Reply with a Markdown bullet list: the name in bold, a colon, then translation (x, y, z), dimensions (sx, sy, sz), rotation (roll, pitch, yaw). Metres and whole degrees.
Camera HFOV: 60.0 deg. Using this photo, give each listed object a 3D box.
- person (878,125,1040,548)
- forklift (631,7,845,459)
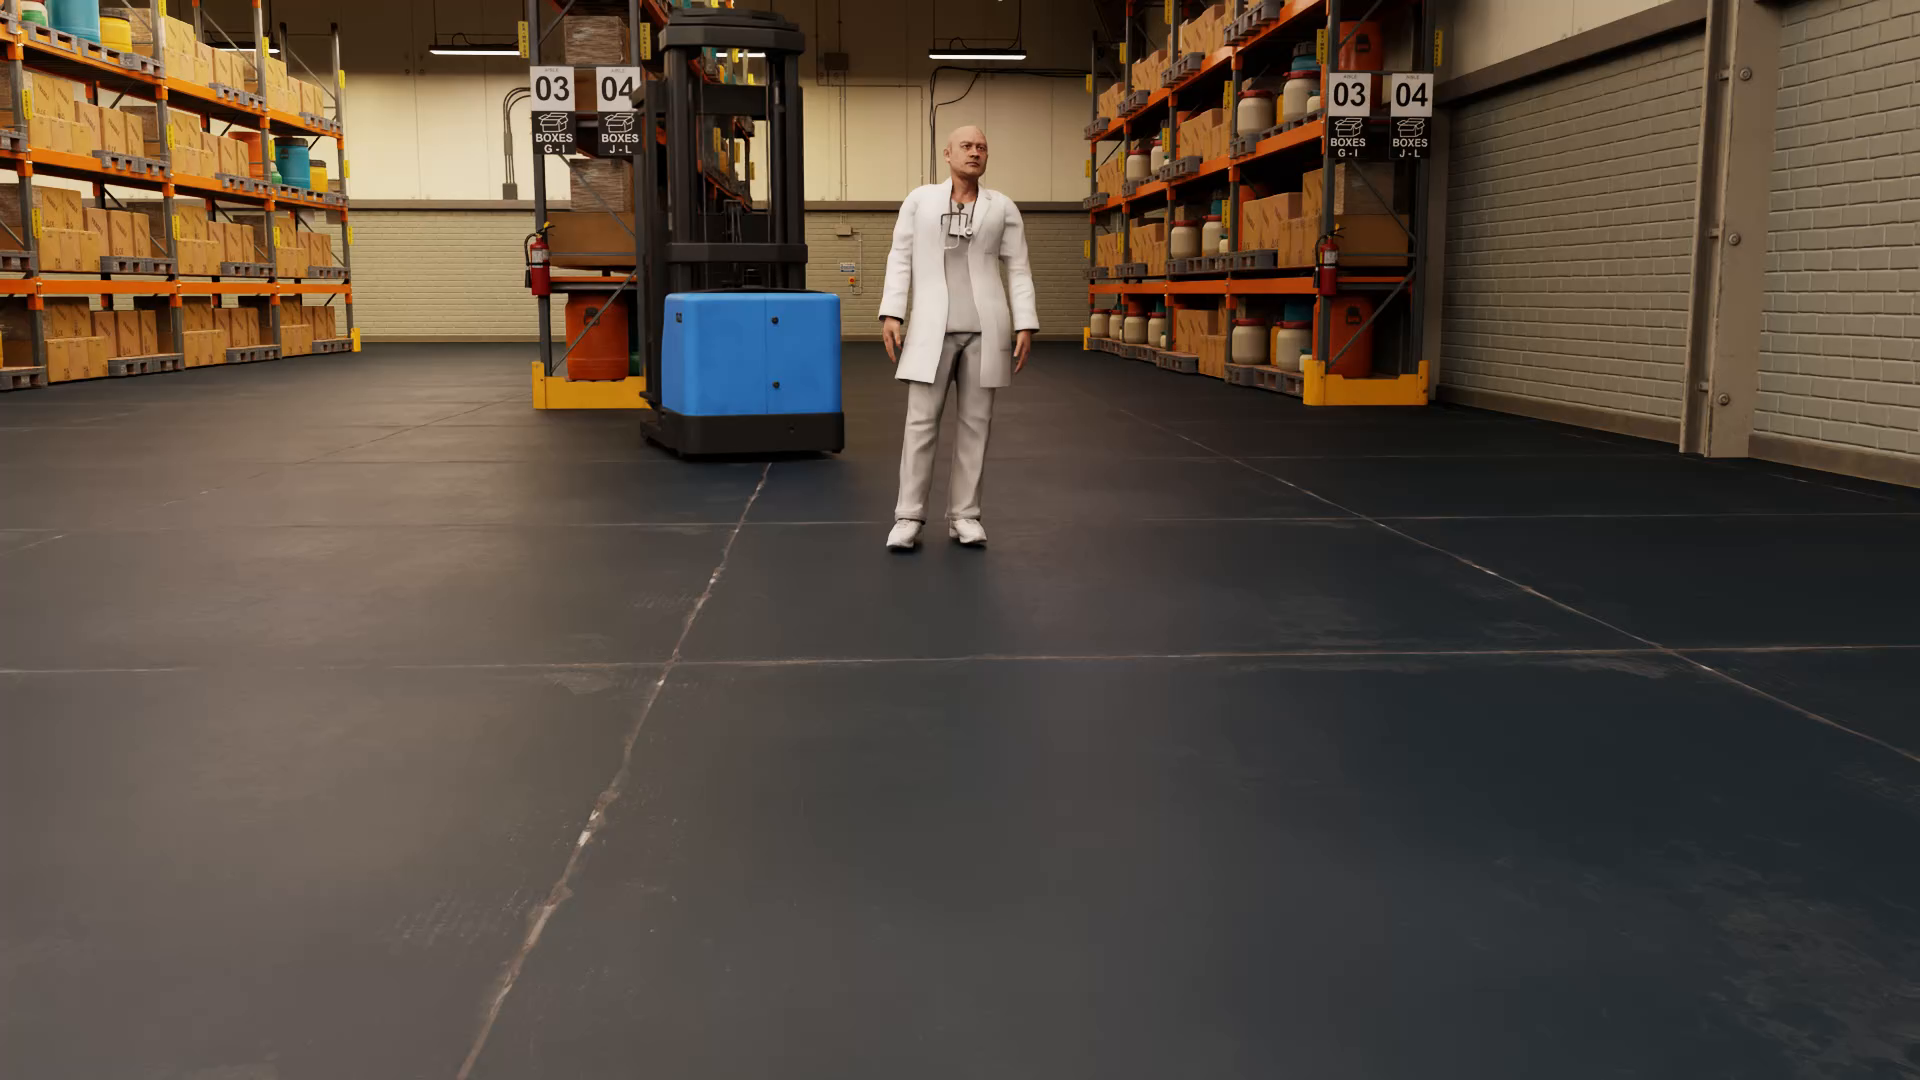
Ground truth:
- **person**: translation (0.001, -0.873, 7.089), dimensions (0.696, 1.776, 0.581), rotation (-1, 8, -4)
- **forklift**: translation (-1.701, -2.149, 11.808), dimensions (1.130, 2.935, 3.031), rotation (-3, 9, -18)
